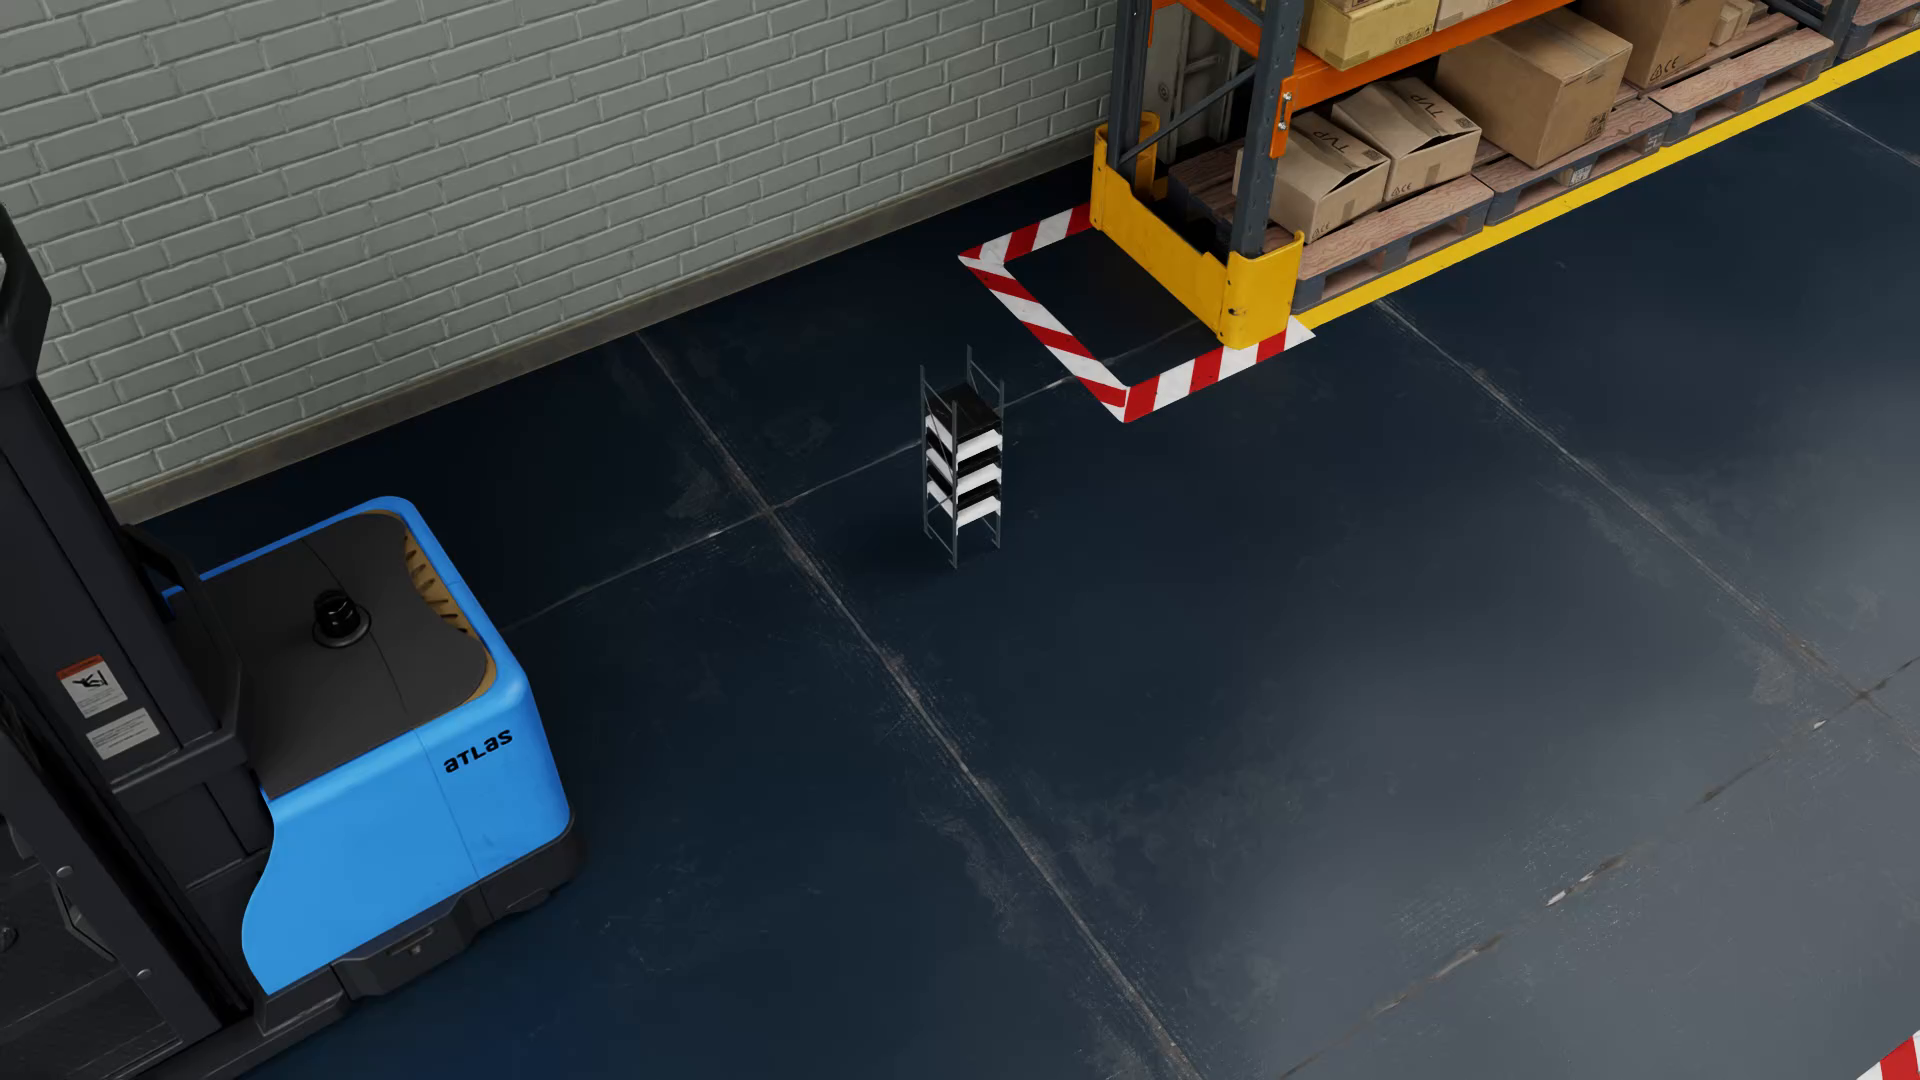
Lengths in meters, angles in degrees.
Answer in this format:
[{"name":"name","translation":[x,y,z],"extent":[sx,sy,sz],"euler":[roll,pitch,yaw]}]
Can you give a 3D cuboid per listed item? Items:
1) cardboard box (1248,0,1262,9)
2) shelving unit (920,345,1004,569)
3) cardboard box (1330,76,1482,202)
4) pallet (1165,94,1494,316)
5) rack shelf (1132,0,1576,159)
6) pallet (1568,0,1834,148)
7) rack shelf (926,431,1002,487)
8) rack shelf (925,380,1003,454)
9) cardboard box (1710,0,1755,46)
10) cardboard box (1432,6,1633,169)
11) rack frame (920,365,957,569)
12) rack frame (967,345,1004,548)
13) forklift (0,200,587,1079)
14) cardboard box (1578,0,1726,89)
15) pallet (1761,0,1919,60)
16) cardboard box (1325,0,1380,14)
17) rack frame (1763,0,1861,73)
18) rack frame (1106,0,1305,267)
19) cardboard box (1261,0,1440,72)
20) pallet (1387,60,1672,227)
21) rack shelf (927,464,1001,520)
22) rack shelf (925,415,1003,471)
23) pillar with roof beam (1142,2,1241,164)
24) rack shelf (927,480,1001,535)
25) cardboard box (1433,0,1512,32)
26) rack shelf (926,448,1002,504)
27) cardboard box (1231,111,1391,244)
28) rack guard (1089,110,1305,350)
[{"name":"cardboard box","translation":[1.287,-2.505,7.005],"extent":[0.500,0.250,0.500],"euler":[-25,53,-20]},{"name":"shelving unit","translation":[0.007,-0.303,6.362],"extent":[0.210,0.900,0.258],"euler":[-25,53,-21]},{"name":"cardboard box","translation":[2.111,-1.938,7.919],"extent":[0.500,0.311,0.500],"euler":[-21,52,-18]},{"name":"pallet","translation":[1.766,-1.644,8.018],"extent":[1.213,0.211,1.003],"euler":[-25,53,-21]},{"name":"rack shelf","translation":[2.687,-2.798,7.660],"extent":[4.000,0.370,1.077],"euler":[-25,53,-21]},{"name":"pallet","translation":[3.829,-2.617,8.884],"extent":[1.213,0.211,1.003],"euler":[-25,53,-21]},{"name":"rack shelf","translation":[0.007,-0.340,6.320],"extent":[0.200,0.077,0.258],"euler":[-25,53,-21]},{"name":"rack shelf","translation":[0.007,-0.460,6.185],"extent":[0.200,0.077,0.258],"euler":[-25,53,-21]},{"name":"cardboard box","translation":[3.942,-2.806,8.788],"extent":[0.250,0.166,0.380],"euler":[-32,56,-25]},{"name":"cardboard box","translation":[2.758,-2.262,8.080],"extent":[0.500,0.500,0.700],"euler":[-28,54,-23]},{"name":"rack frame","translation":[-0.079,-0.262,6.326],"extent":[0.006,0.900,0.240],"euler":[-25,53,-21]},{"name":"rack frame","translation":[0.093,-0.343,6.398],"extent":[0.006,0.900,0.240],"euler":[-25,53,-21]},{"name":"forklift","translation":[-2.765,0.499,4.288],"extent":[3.031,2.935,1.130],"euler":[-28,54,-23]},{"name":"cardboard box","translation":[3.522,-2.710,8.479],"extent":[0.500,0.500,0.500],"euler":[-29,54,-23]},{"name":"pallet","translation":[5.036,-3.218,9.419],"extent":[1.213,0.211,1.003],"euler":[-25,53,-21]},{"name":"cardboard box","translation":[1.560,-2.447,6.450],"extent":[0.500,0.500,0.500],"euler":[-25,53,-21]},{"name":"rack frame","translation":[4.379,-3.834,8.101],"extent":[0.127,3.000,1.000],"euler":[-25,53,-21]},{"name":"rack frame","translation":[0.996,-2.240,6.682],"extent":[0.127,3.000,1.000],"euler":[-25,53,-21]},{"name":"cardboard box","translation":[1.578,-2.191,6.725],"extent":[0.500,0.250,0.500],"euler":[-27,54,-22]},{"name":"pallet","translation":[2.796,-2.127,8.448],"extent":[1.213,0.211,1.003],"euler":[-25,53,-21]},{"name":"rack shelf","translation":[0.007,-0.220,6.454],"extent":[0.200,0.077,0.258],"euler":[-25,53,-21]},{"name":"rack shelf","translation":[0.007,-0.400,6.253],"extent":[0.200,0.077,0.258],"euler":[-25,53,-21]},{"name":"pillar with roof beam","translation":[3.423,-2.341,2.755],"extent":[0.400,9.000,9.100],"euler":[-25,53,-21]},{"name":"rack shelf","translation":[0.007,-0.161,6.521],"extent":[0.200,0.077,0.258],"euler":[-25,53,-21]},{"name":"cardboard box","translation":[2.009,-2.407,6.917],"extent":[0.500,0.250,0.500],"euler":[-27,54,-22]},{"name":"rack shelf","translation":[0.007,-0.280,6.387],"extent":[0.200,0.077,0.258],"euler":[-25,53,-21]},{"name":"cardboard box","translation":[1.629,-1.711,7.716],"extent":[0.500,0.311,0.500],"euler":[-31,55,-25]},{"name":"rack guard","translation":[1.060,-1.439,7.642],"extent":[0.348,0.500,1.175],"euler":[-25,53,-21]}]
